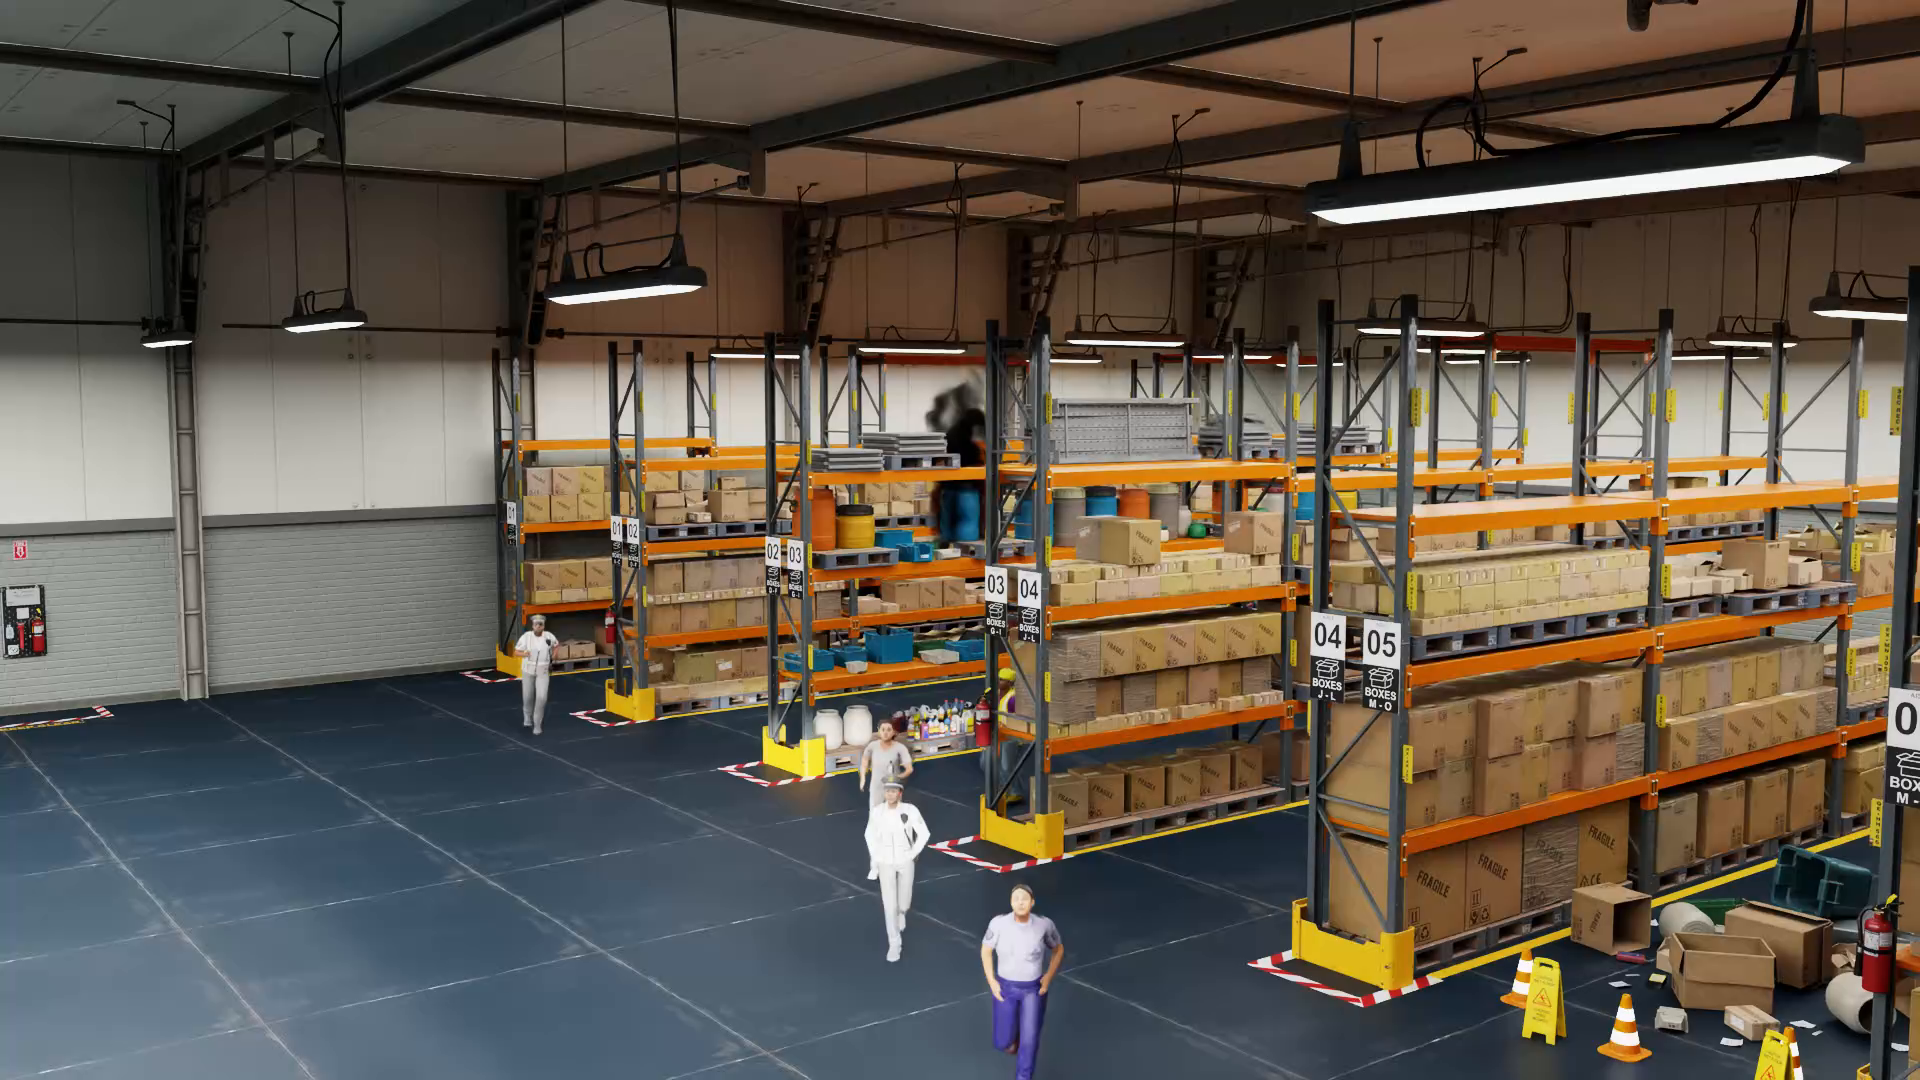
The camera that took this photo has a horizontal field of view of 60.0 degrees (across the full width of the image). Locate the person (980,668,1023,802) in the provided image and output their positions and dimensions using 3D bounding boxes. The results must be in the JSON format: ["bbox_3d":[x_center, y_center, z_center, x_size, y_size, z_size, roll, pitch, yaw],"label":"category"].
[{"bbox_3d":[0.554,2.469,20.857,0.666,1.754,0.681,-4,7,-40],"label":"person"}]

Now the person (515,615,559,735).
[{"bbox_3d":[-6.487,2.055,25.524,0.659,1.856,0.792,-1,5,-13],"label":"person"}]

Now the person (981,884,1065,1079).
[{"bbox_3d":[0.454,3.318,12.232,0.606,1.619,0.806,1,5,10],"label":"person"}]

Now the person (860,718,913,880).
[{"bbox_3d":[-0.796,2.739,17.973,0.592,1.659,0.914,1,5,6],"label":"person"}]

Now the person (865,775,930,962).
[{"bbox_3d":[-0.588,2.991,15.415,0.613,1.686,0.650,0,5,4],"label":"person"}]
